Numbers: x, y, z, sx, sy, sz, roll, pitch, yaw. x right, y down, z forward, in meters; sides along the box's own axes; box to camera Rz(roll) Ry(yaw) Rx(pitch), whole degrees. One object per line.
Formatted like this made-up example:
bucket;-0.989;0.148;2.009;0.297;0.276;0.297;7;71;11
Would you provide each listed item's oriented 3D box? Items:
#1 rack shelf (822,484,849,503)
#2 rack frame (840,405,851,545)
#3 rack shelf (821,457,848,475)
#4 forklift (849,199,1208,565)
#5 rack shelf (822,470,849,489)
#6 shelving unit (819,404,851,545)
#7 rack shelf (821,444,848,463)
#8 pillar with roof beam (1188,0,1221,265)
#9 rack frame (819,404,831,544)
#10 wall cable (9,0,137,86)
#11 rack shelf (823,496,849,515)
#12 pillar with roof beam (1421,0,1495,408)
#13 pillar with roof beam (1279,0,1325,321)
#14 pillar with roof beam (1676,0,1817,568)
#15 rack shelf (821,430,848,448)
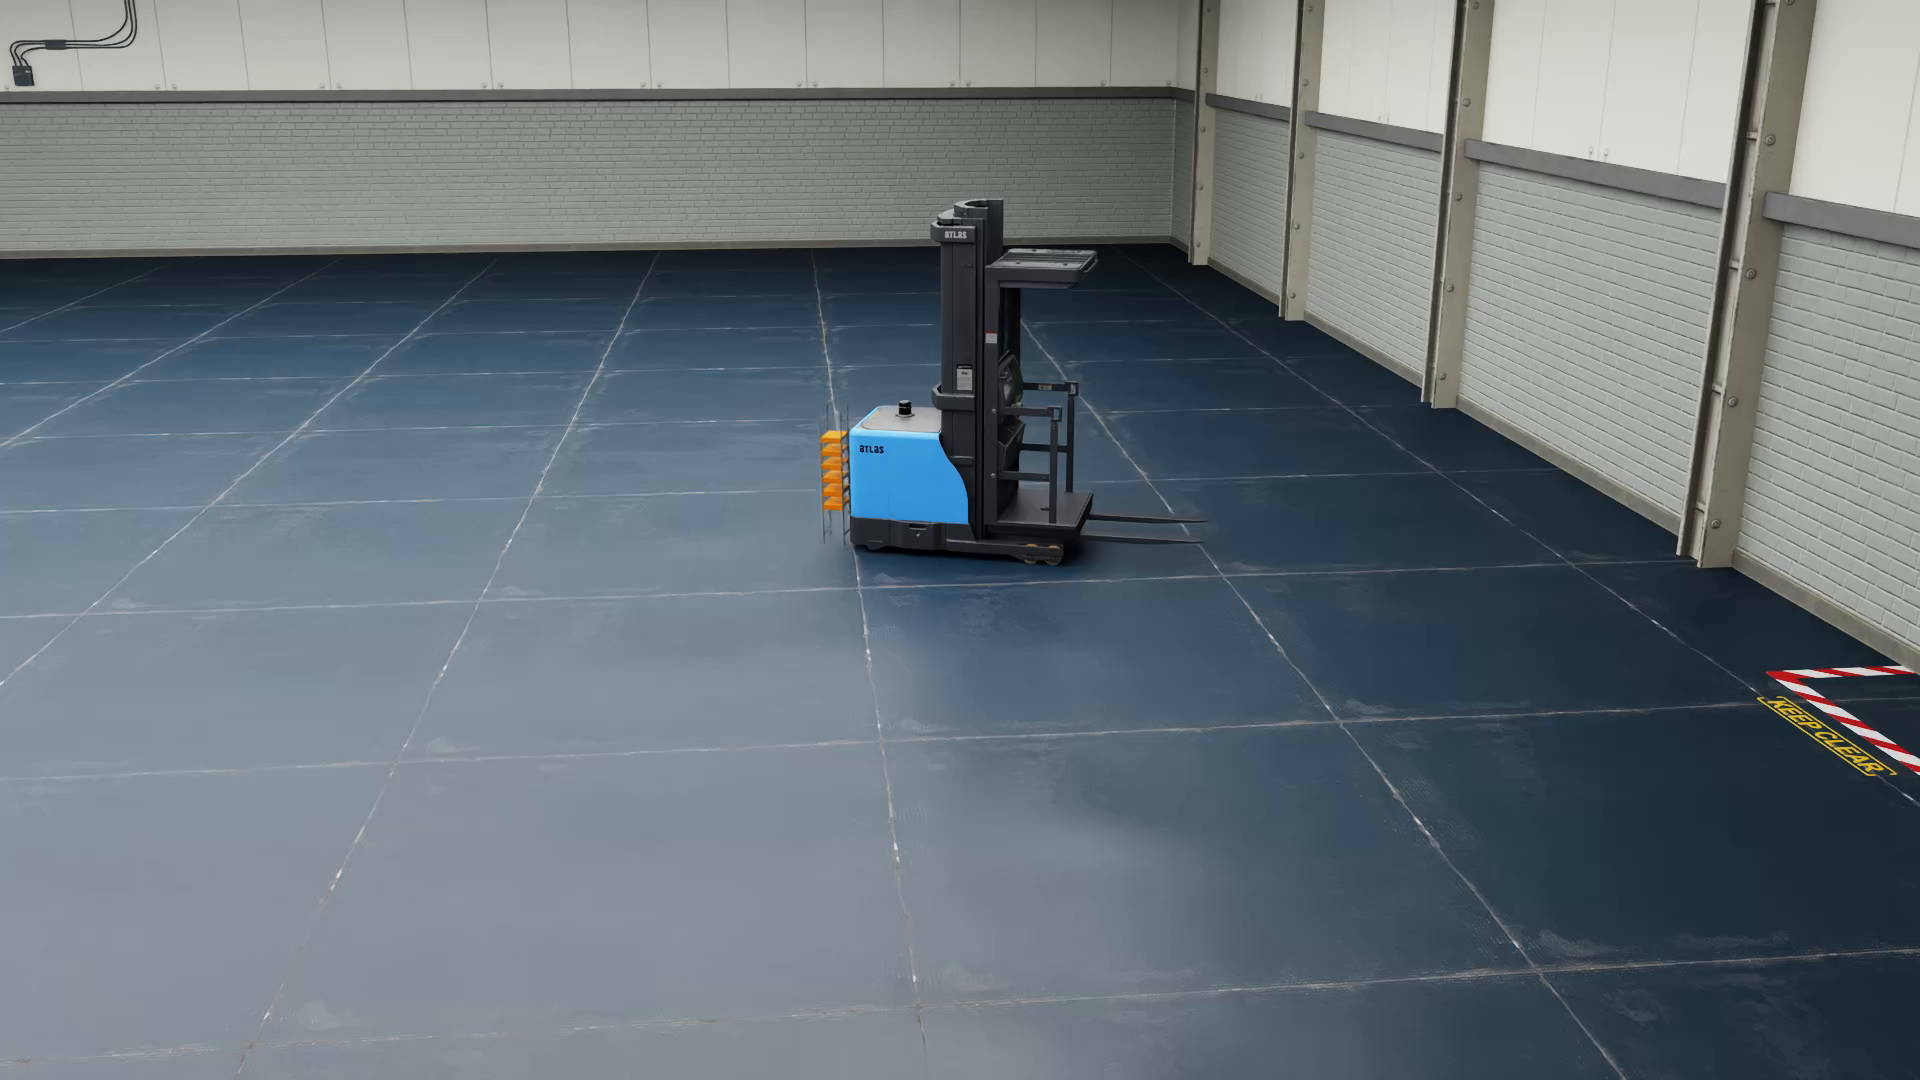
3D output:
rack shelf;-1.082;-0.414;14.534;0.180;0.103;0.258;3;19;11
rack frame;-0.993;-0.565;14.466;0.006;1.200;0.240;3;19;11
rack shelf;-1.083;-0.642;14.459;0.180;0.103;0.258;3;19;11
forklift;0.616;-1.360;14.115;3.031;2.935;1.130;4;18;11
rack shelf;-1.083;-0.528;14.497;0.180;0.103;0.258;3;19;11
shelving unit;-1.083;-0.570;14.483;0.189;1.200;0.258;3;19;11
rack shelf;-1.083;-0.756;14.422;0.180;0.103;0.258;3;19;11
pillar with roof beam;0.197;-9.354;29.449;9.100;9.000;0.400;-2;18;-6
rack frame;-1.173;-0.575;14.500;0.006;1.200;0.240;3;19;11
wall cable;-16.397;-11.344;30.109;2.305;6.003;0.169;-2;18;-6
rack shelf;-1.082;-0.300;14.572;0.180;0.103;0.258;3;19;11
pillar with roof beam;1.435;-5.779;18.061;9.100;9.000;0.400;-2;18;-6
pillar with roof beam;0.816;-7.567;23.755;9.100;9.000;0.400;-2;18;-6
pillar with roof beam;2.053;-3.991;12.367;9.100;9.000;0.400;-2;18;-6
rack shelf;-1.084;-0.870;14.384;0.180;0.103;0.258;3;19;11
